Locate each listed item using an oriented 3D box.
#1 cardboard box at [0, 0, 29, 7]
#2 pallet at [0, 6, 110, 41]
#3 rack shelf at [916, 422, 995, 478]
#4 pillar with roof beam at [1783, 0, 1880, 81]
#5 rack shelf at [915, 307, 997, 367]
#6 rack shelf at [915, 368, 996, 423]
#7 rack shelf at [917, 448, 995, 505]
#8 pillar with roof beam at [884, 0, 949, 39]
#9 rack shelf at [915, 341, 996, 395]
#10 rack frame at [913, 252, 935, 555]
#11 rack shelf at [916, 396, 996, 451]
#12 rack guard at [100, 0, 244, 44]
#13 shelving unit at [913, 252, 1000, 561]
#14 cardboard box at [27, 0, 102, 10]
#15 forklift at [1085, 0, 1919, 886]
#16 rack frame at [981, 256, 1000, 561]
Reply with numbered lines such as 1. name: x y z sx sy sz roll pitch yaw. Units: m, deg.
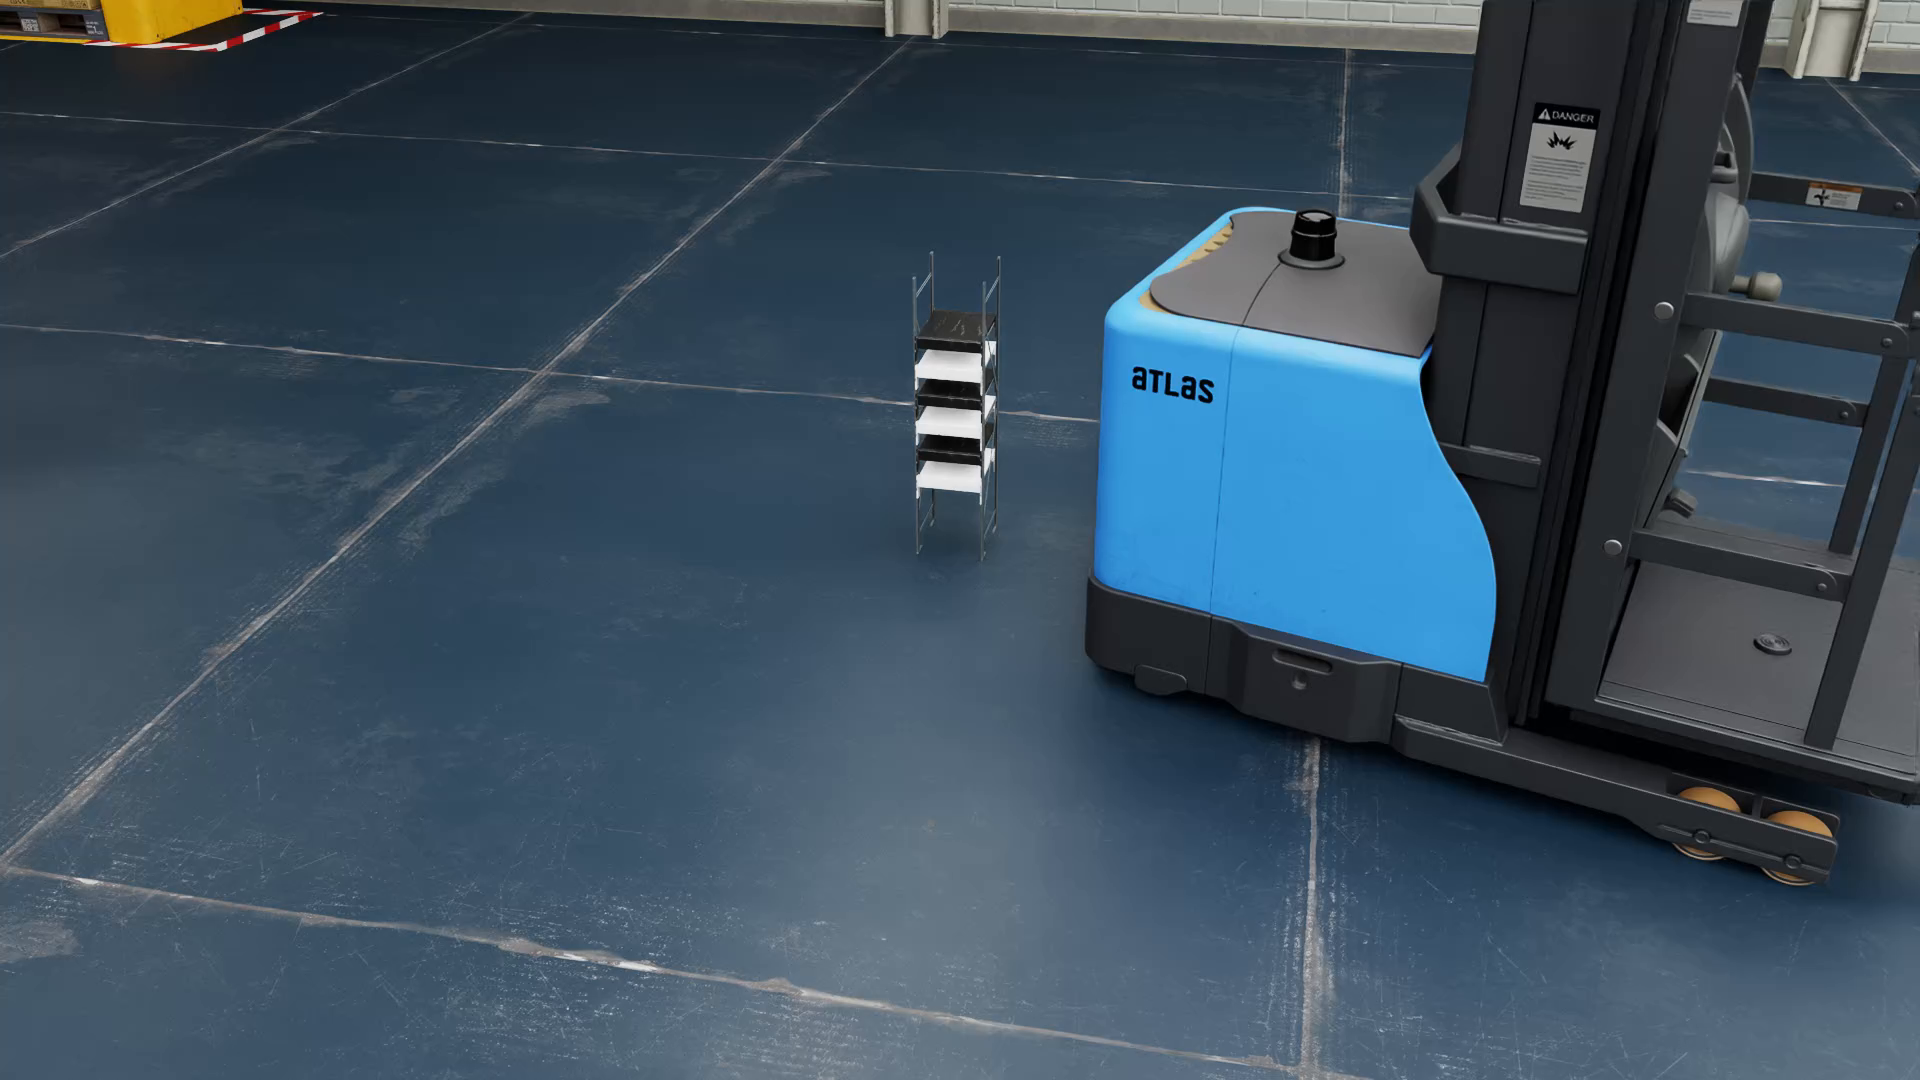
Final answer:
1. cardboard box: -6.689 -3.971 11.807 0.500 0.250 0.500 6 29 11
2. pallet: -6.436 -3.874 12.107 1.213 0.211 1.003 6 29 11
3. rack shelf: -0.008 -0.287 5.095 0.200 0.077 0.258 6 29 11
4. pillar with roof beam: 4.664 -4.940 4.902 0.400 9.000 9.100 6 29 11
5. rack shelf: -0.008 -0.603 4.922 0.200 0.077 0.258 6 29 11
6. rack shelf: -0.008 -0.445 5.008 0.200 0.077 0.258 6 29 11
7. rack shelf: -0.008 -0.208 5.138 0.200 0.077 0.258 6 29 11
8. pillar with roof beam: -1.203 -5.541 6.001 0.400 9.000 9.100 6 29 11
9. rack shelf: -0.008 -0.524 4.965 0.200 0.077 0.258 6 29 11
10. rack frame: -0.107 -0.406 5.054 0.006 0.900 0.240 6 29 11
11. rack shelf: -0.008 -0.366 5.051 0.200 0.077 0.258 6 29 11
12. rack guard: -5.656 -3.941 11.929 0.348 0.500 1.175 6 29 11
13. shelving unit: -0.008 -0.396 5.035 0.210 0.900 0.258 6 29 11
14. cardboard box: -6.205 -3.917 11.707 0.500 0.250 0.500 6 29 11
15. forklift: 1.890 -0.788 3.637 3.031 2.935 1.130 14 32 24
16. rack frame: 0.091 -0.385 5.017 0.006 0.900 0.240 6 29 11
